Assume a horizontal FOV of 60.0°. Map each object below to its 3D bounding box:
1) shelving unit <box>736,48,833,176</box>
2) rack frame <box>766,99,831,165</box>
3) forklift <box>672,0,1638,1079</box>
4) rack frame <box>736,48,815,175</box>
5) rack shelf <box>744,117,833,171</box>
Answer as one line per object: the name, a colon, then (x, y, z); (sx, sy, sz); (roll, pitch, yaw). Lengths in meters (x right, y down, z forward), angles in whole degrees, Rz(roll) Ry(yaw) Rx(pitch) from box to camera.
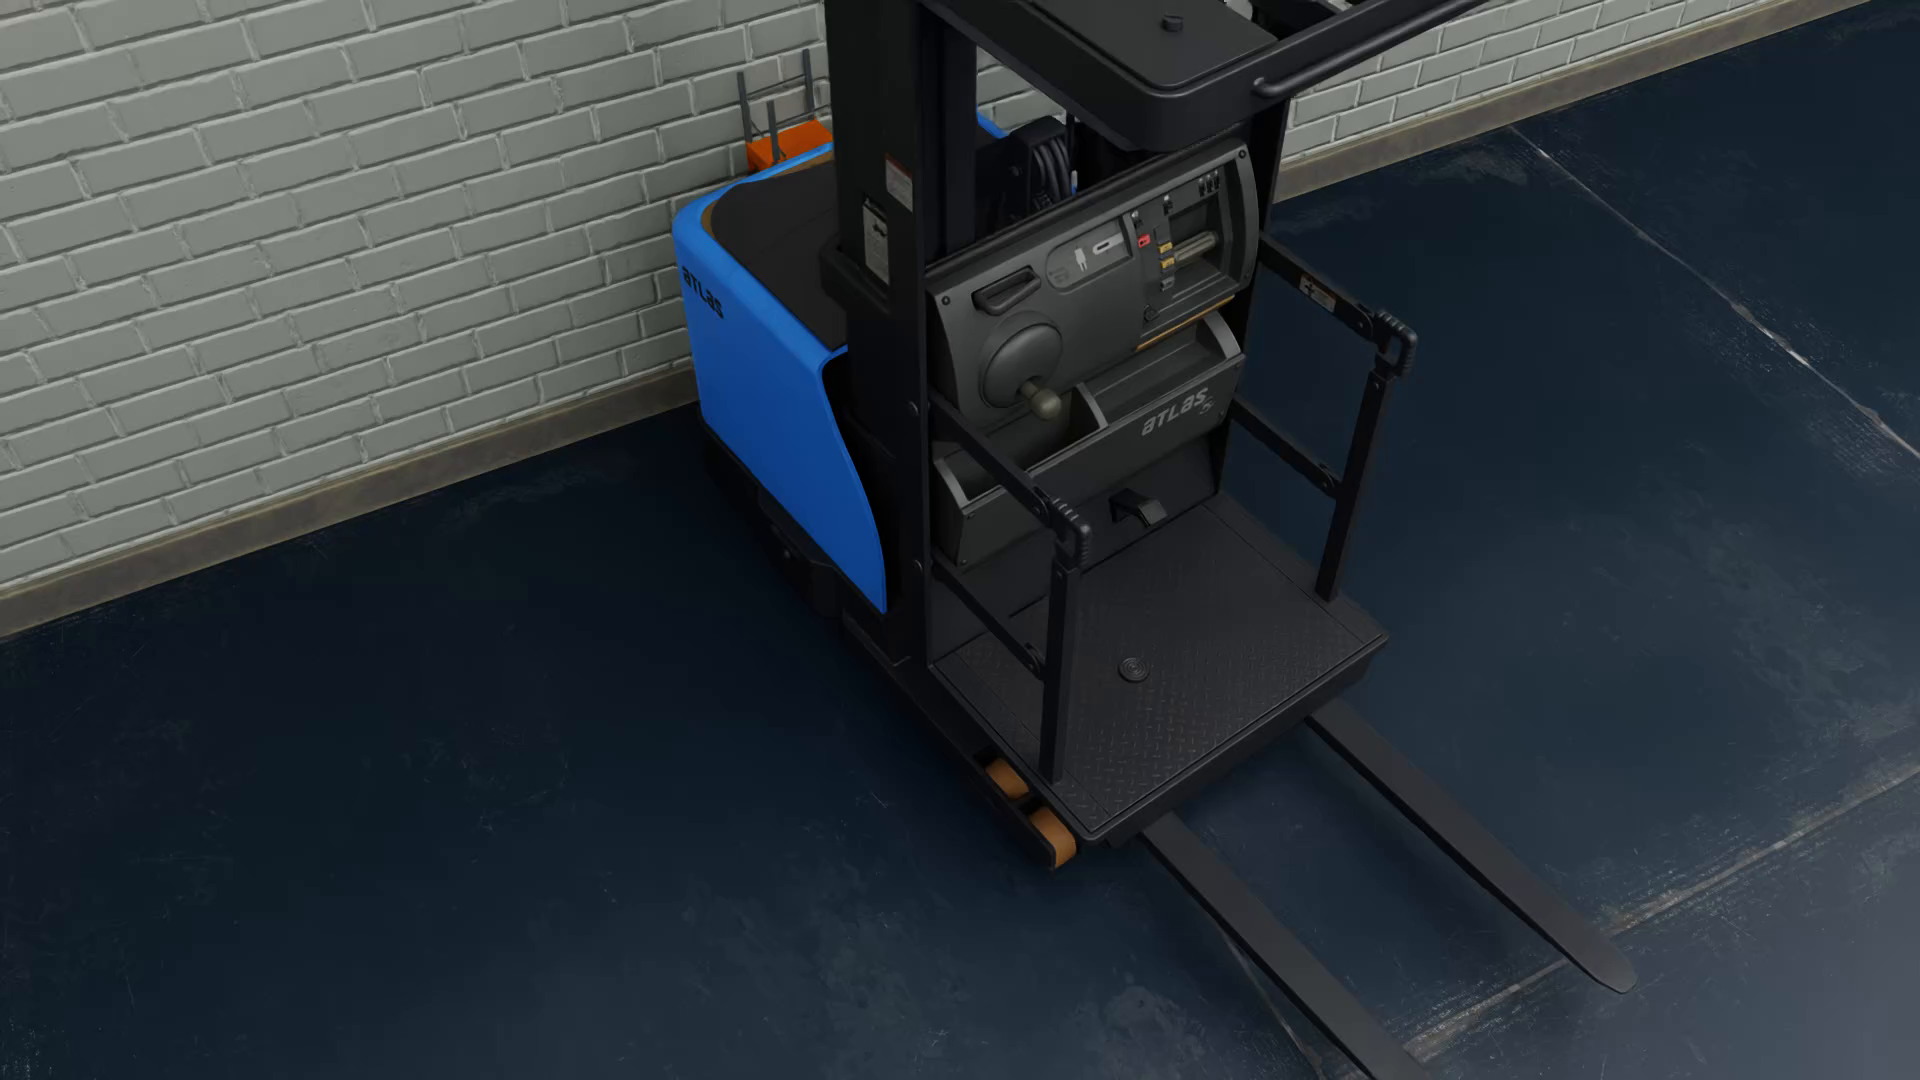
shelving unit: (-0.489, -0.946, 5.277); (0.258, 1.200, 0.189); (-26, 52, -21)
rack frame: (-0.439, -0.891, 5.224); (0.240, 1.200, 0.006); (-26, 52, -21)
forklift: (0.465, -0.510, 3.749); (1.130, 2.935, 3.031); (-30, 55, -23)
rack frame: (-0.539, -1.002, 5.329); (0.240, 1.200, 0.006); (-26, 52, -21)
rack shelf: (-0.495, -1.160, 5.045); (0.258, 0.103, 0.180); (-26, 52, -21)
